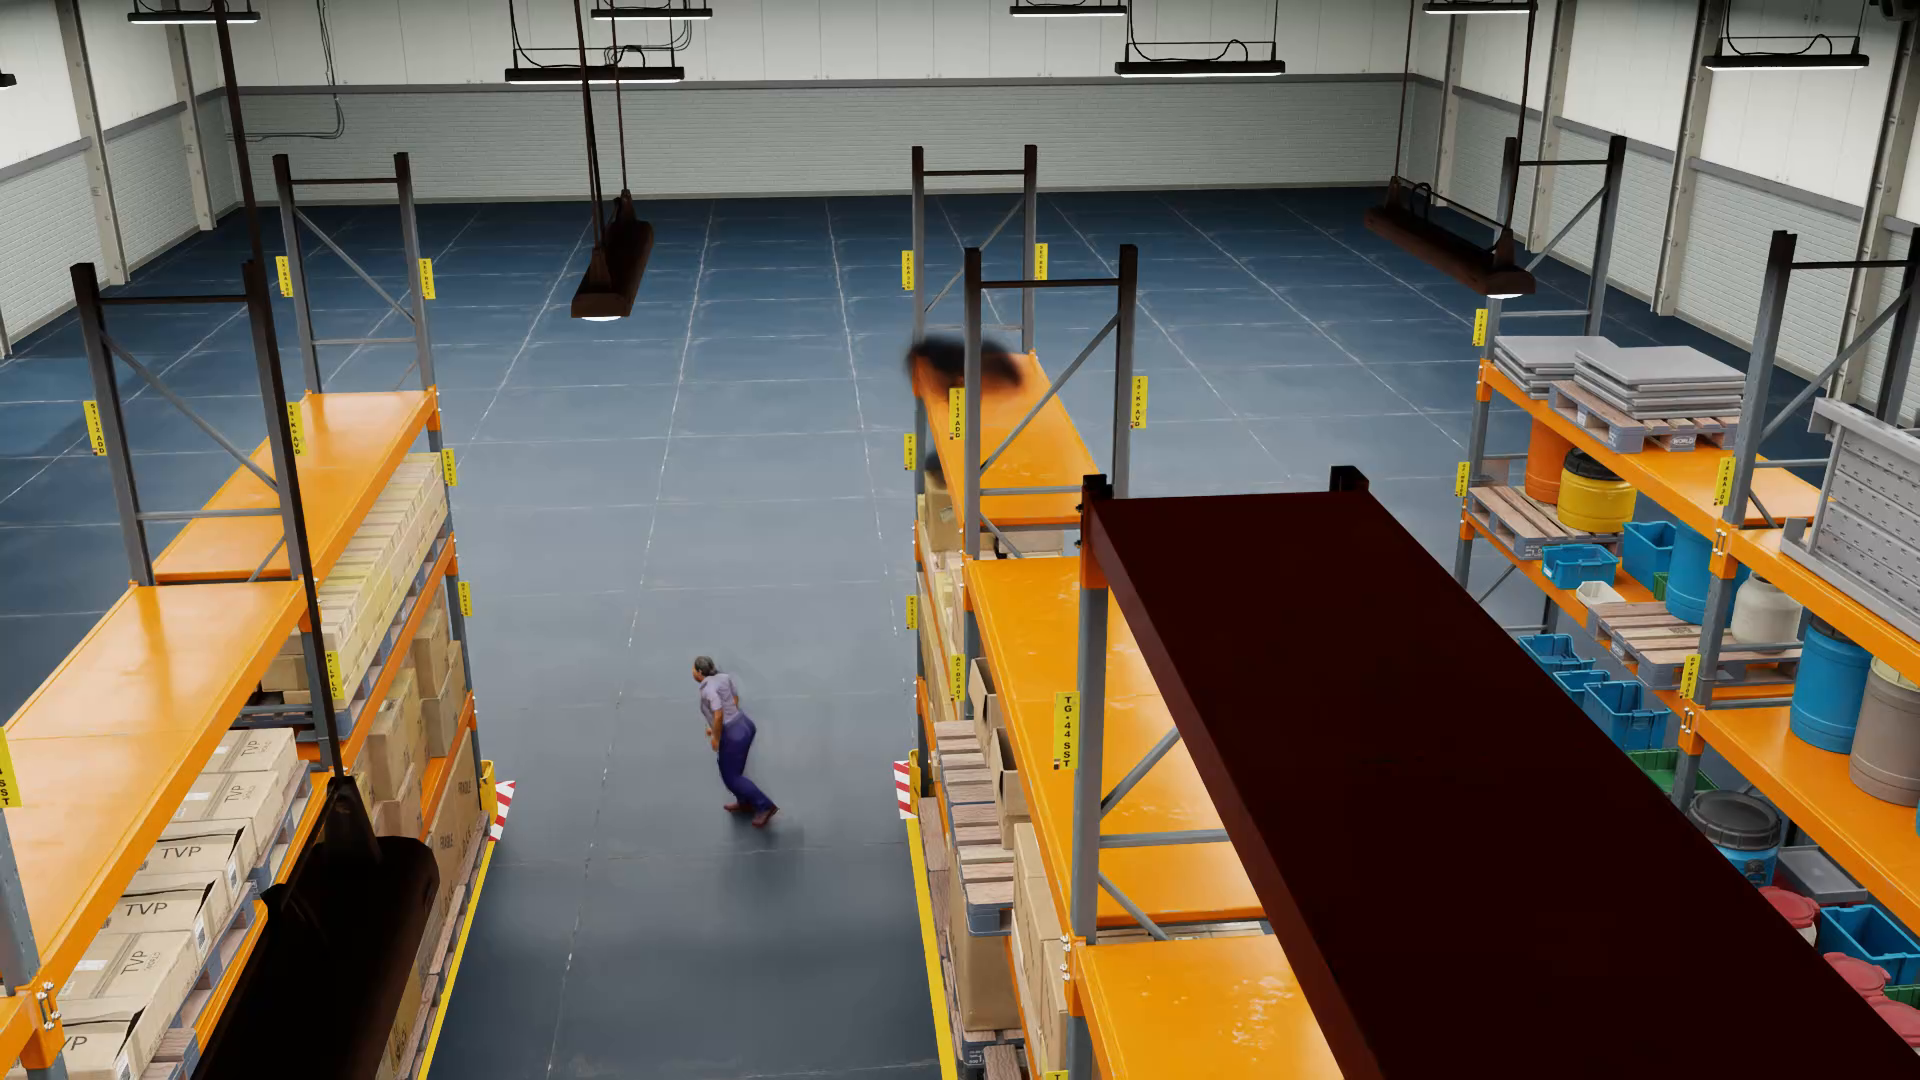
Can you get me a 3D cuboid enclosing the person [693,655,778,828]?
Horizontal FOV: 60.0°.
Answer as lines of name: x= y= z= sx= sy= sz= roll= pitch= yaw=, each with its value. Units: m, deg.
person: x=-2.032 y=1.803 z=15.079 sx=0.813 sy=1.499 sz=0.635 roll=3 pitch=22 yaw=9
